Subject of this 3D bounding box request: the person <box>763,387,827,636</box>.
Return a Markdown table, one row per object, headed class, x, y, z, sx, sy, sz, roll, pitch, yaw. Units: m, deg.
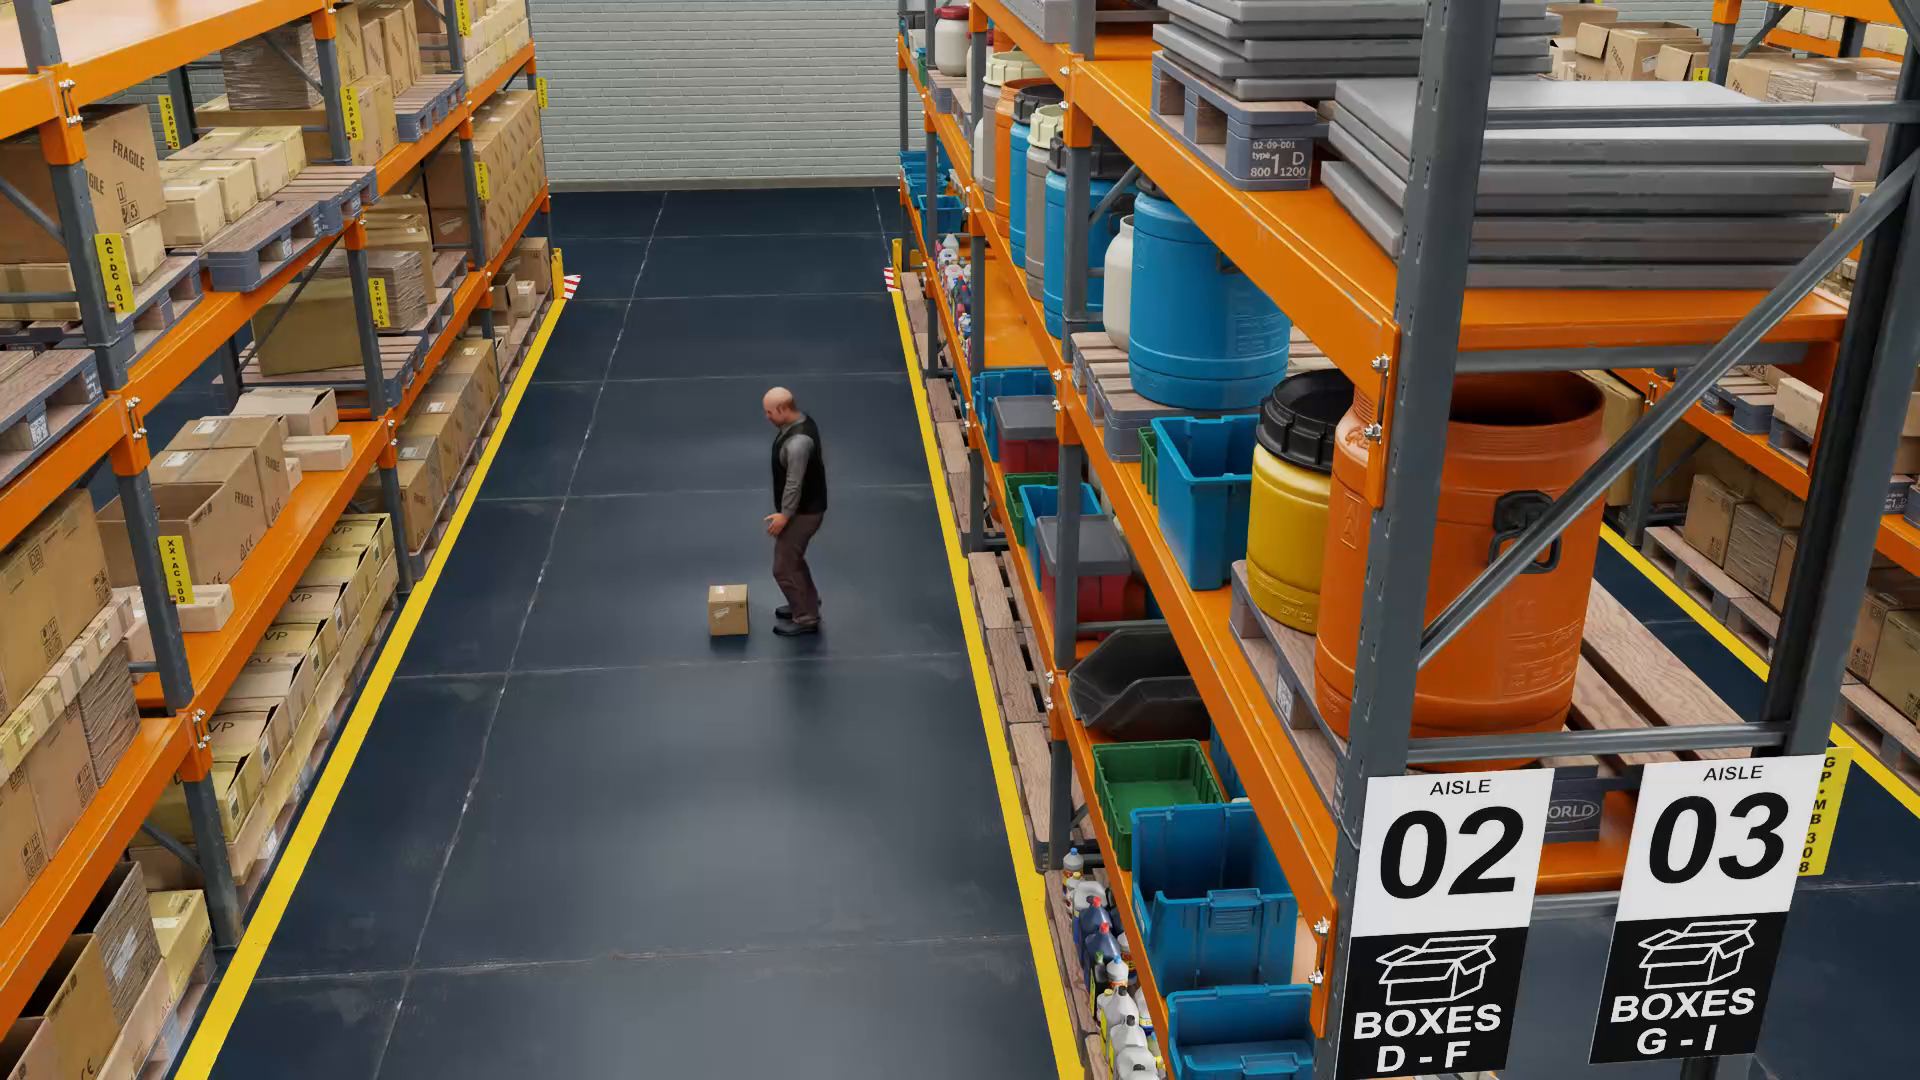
| class | x | y | z | sx | sy | sz | roll | pitch | yaw |
| --- | --- | --- | --- | --- | --- | --- | --- | --- | --- |
| person | -1.072 | -0.194 | 10.884 | 0.410 | 1.685 | 0.552 | -2 | 24 | -4 |
